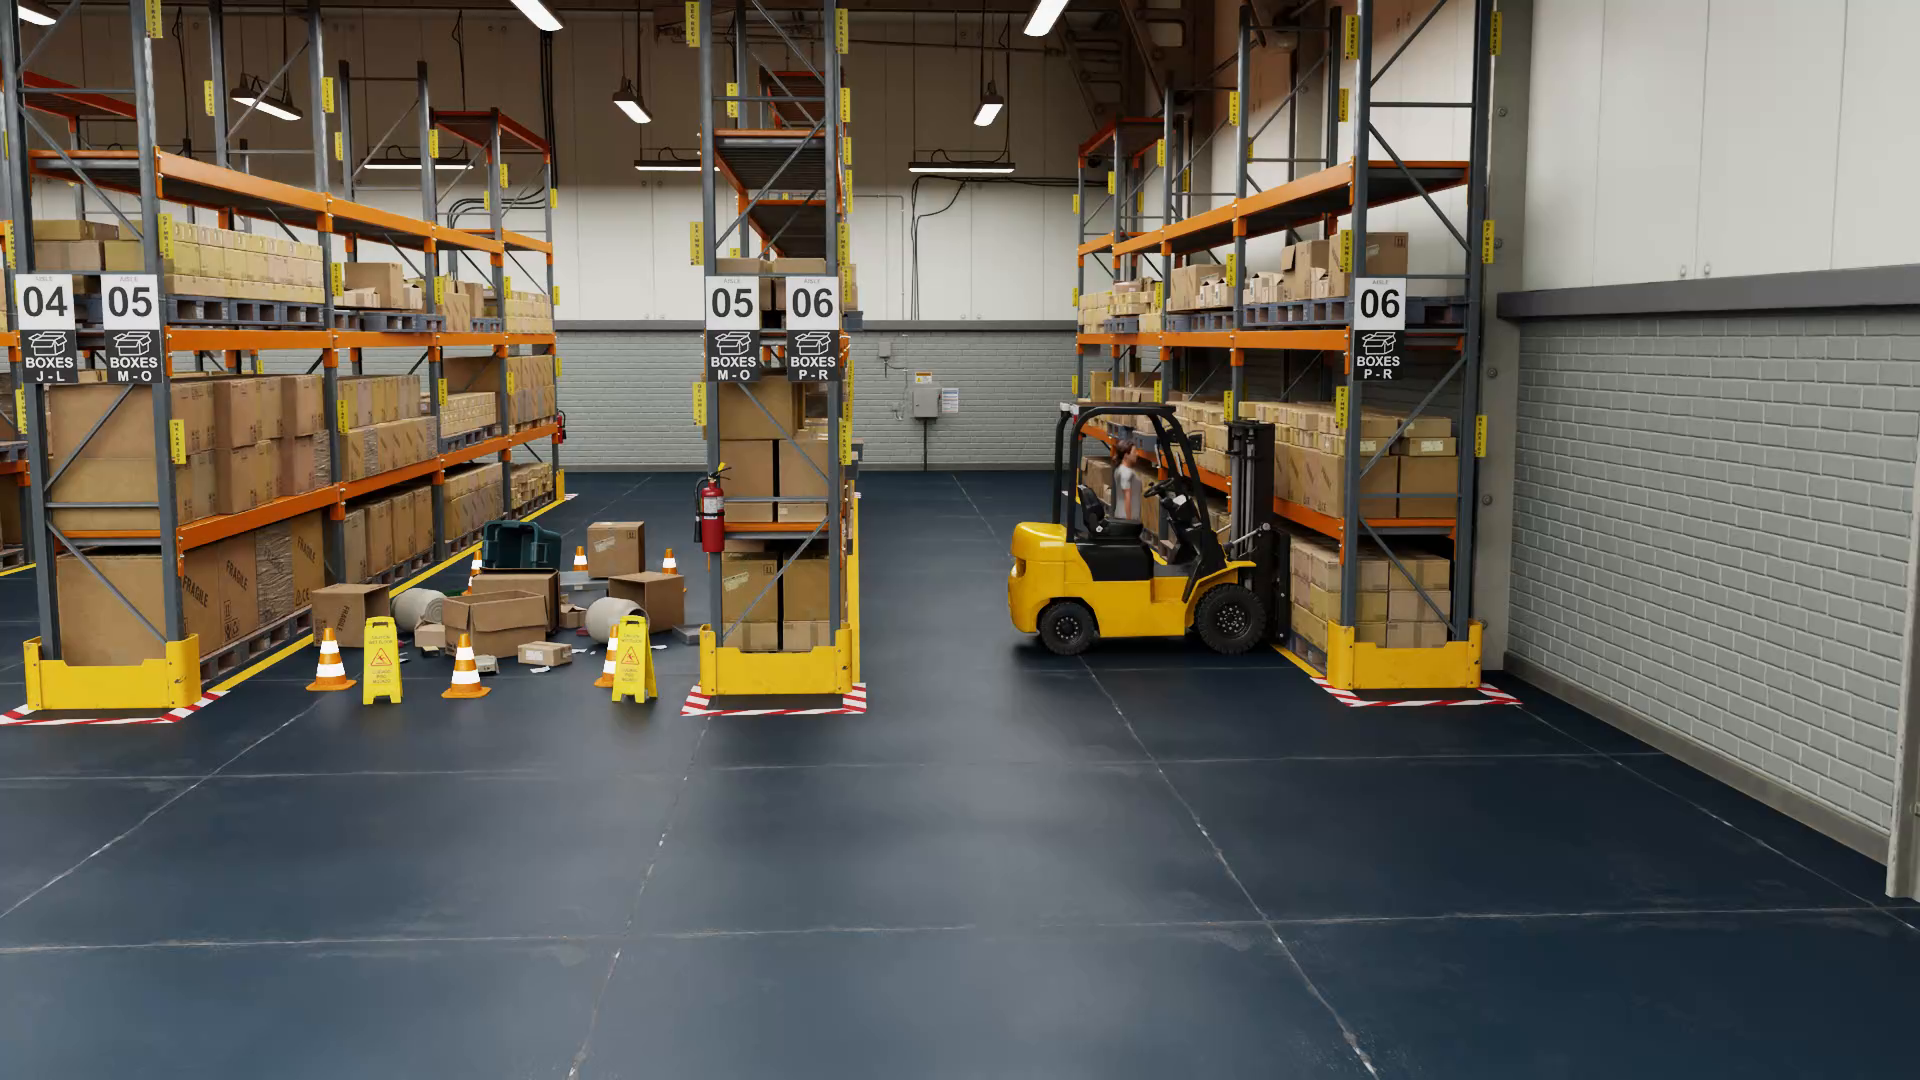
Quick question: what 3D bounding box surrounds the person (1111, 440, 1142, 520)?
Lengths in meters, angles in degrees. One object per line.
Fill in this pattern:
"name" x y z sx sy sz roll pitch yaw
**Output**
"person" 1.769 -0.200 17.467 0.388 1.698 0.443 0 7 -3
